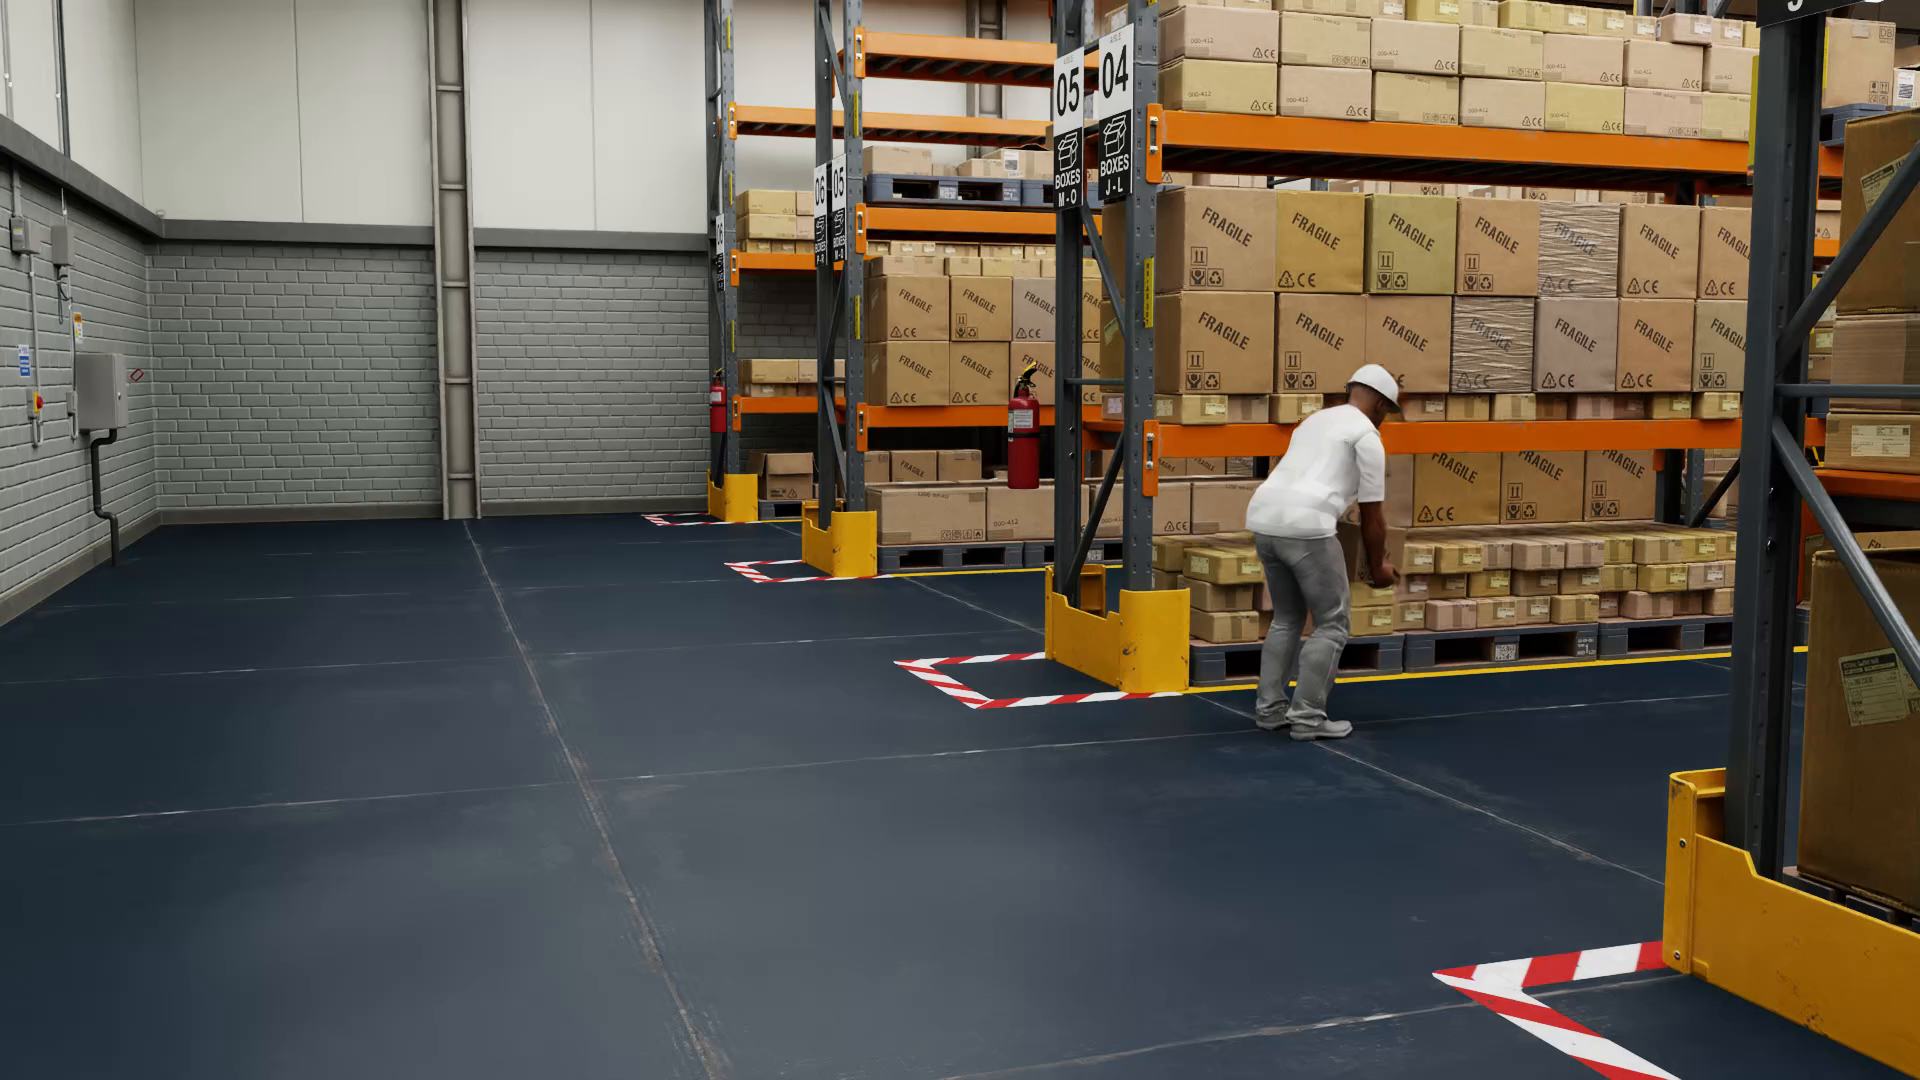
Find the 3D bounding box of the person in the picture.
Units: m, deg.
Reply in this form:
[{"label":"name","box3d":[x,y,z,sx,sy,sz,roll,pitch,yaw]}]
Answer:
[{"label":"person","box3d":[1.604,0.035,7.248,0.762,1.589,0.488,-3,7,-29]}]
